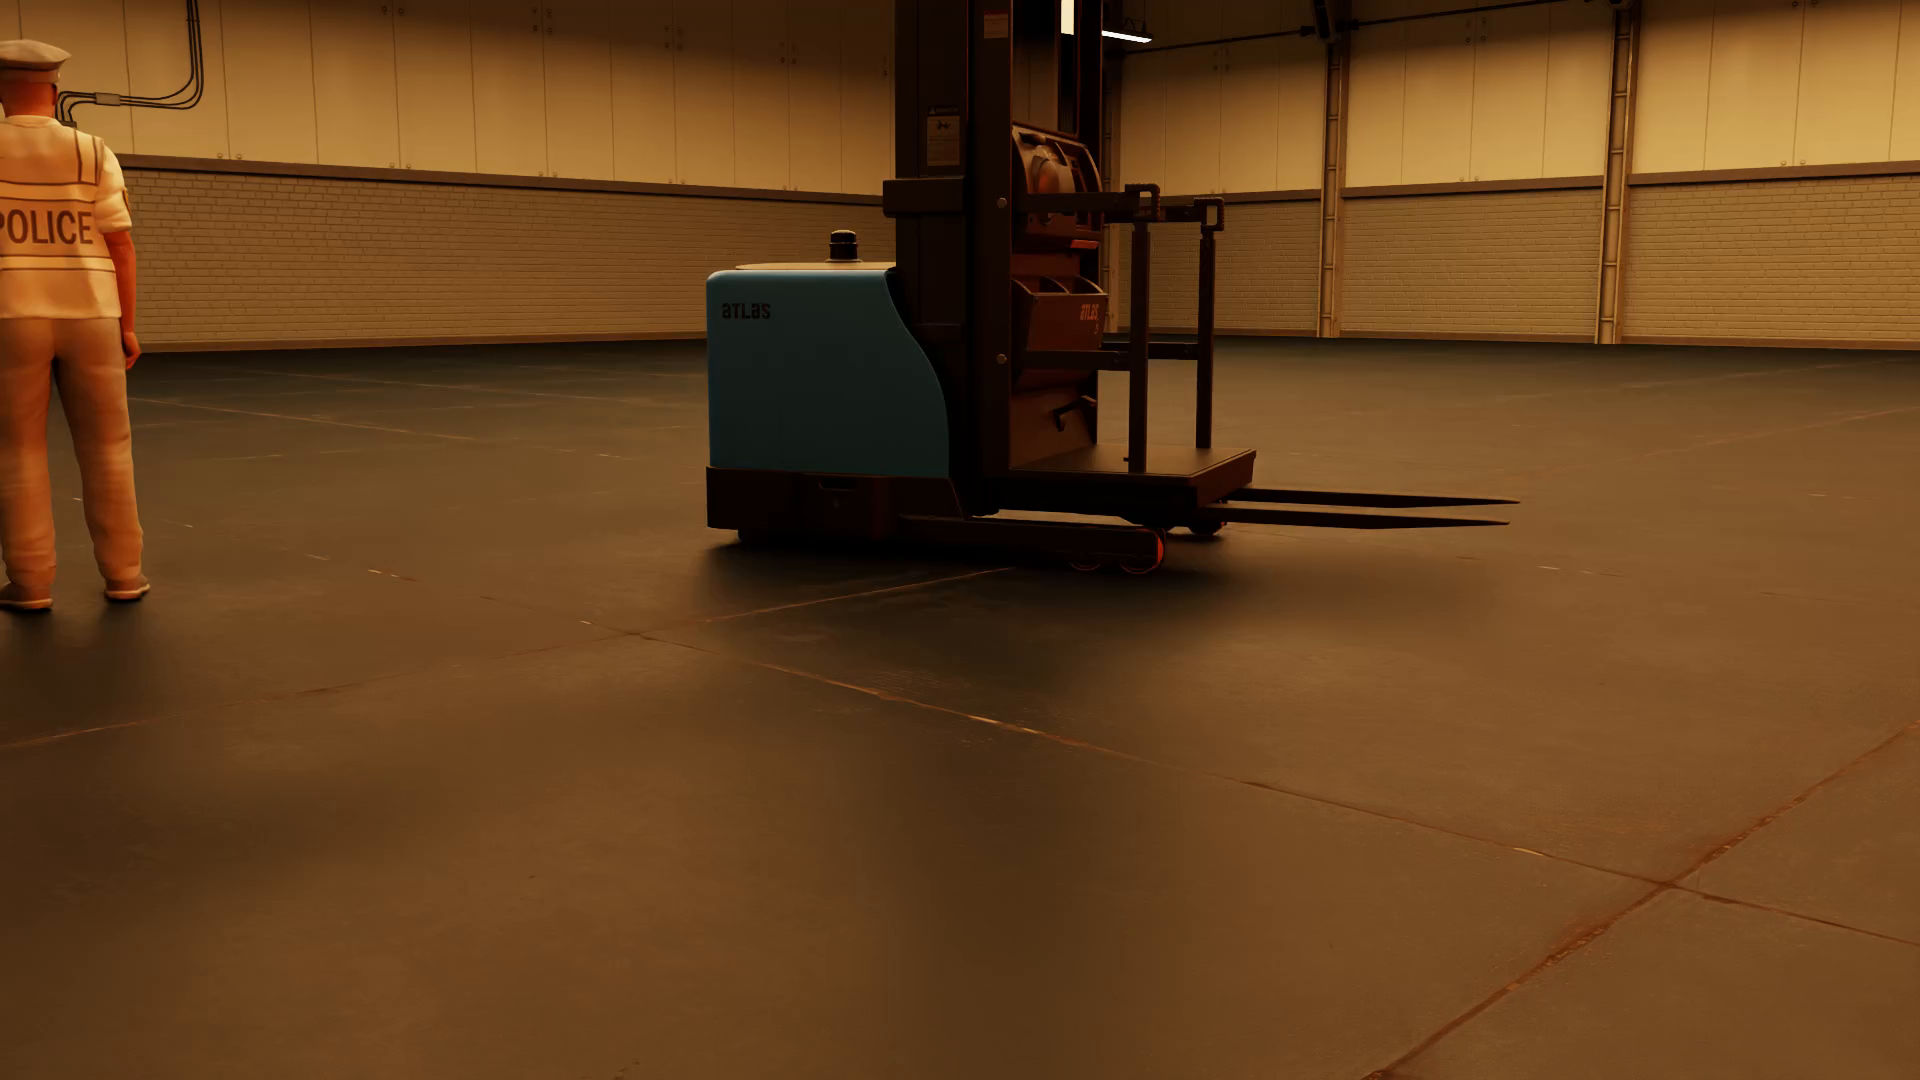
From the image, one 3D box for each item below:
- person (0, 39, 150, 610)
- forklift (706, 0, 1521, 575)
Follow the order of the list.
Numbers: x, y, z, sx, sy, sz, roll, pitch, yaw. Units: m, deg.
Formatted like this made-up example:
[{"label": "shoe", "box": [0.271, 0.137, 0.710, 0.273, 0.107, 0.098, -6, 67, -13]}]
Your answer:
[{"label": "person", "box": [-2.883, -0.674, 5.251, 0.526, 1.773, 0.396, -6, 10, -34]}, {"label": "forklift", "box": [0.565, -1.416, 6.275, 3.031, 2.935, 1.130, 3, 9, 22]}]
